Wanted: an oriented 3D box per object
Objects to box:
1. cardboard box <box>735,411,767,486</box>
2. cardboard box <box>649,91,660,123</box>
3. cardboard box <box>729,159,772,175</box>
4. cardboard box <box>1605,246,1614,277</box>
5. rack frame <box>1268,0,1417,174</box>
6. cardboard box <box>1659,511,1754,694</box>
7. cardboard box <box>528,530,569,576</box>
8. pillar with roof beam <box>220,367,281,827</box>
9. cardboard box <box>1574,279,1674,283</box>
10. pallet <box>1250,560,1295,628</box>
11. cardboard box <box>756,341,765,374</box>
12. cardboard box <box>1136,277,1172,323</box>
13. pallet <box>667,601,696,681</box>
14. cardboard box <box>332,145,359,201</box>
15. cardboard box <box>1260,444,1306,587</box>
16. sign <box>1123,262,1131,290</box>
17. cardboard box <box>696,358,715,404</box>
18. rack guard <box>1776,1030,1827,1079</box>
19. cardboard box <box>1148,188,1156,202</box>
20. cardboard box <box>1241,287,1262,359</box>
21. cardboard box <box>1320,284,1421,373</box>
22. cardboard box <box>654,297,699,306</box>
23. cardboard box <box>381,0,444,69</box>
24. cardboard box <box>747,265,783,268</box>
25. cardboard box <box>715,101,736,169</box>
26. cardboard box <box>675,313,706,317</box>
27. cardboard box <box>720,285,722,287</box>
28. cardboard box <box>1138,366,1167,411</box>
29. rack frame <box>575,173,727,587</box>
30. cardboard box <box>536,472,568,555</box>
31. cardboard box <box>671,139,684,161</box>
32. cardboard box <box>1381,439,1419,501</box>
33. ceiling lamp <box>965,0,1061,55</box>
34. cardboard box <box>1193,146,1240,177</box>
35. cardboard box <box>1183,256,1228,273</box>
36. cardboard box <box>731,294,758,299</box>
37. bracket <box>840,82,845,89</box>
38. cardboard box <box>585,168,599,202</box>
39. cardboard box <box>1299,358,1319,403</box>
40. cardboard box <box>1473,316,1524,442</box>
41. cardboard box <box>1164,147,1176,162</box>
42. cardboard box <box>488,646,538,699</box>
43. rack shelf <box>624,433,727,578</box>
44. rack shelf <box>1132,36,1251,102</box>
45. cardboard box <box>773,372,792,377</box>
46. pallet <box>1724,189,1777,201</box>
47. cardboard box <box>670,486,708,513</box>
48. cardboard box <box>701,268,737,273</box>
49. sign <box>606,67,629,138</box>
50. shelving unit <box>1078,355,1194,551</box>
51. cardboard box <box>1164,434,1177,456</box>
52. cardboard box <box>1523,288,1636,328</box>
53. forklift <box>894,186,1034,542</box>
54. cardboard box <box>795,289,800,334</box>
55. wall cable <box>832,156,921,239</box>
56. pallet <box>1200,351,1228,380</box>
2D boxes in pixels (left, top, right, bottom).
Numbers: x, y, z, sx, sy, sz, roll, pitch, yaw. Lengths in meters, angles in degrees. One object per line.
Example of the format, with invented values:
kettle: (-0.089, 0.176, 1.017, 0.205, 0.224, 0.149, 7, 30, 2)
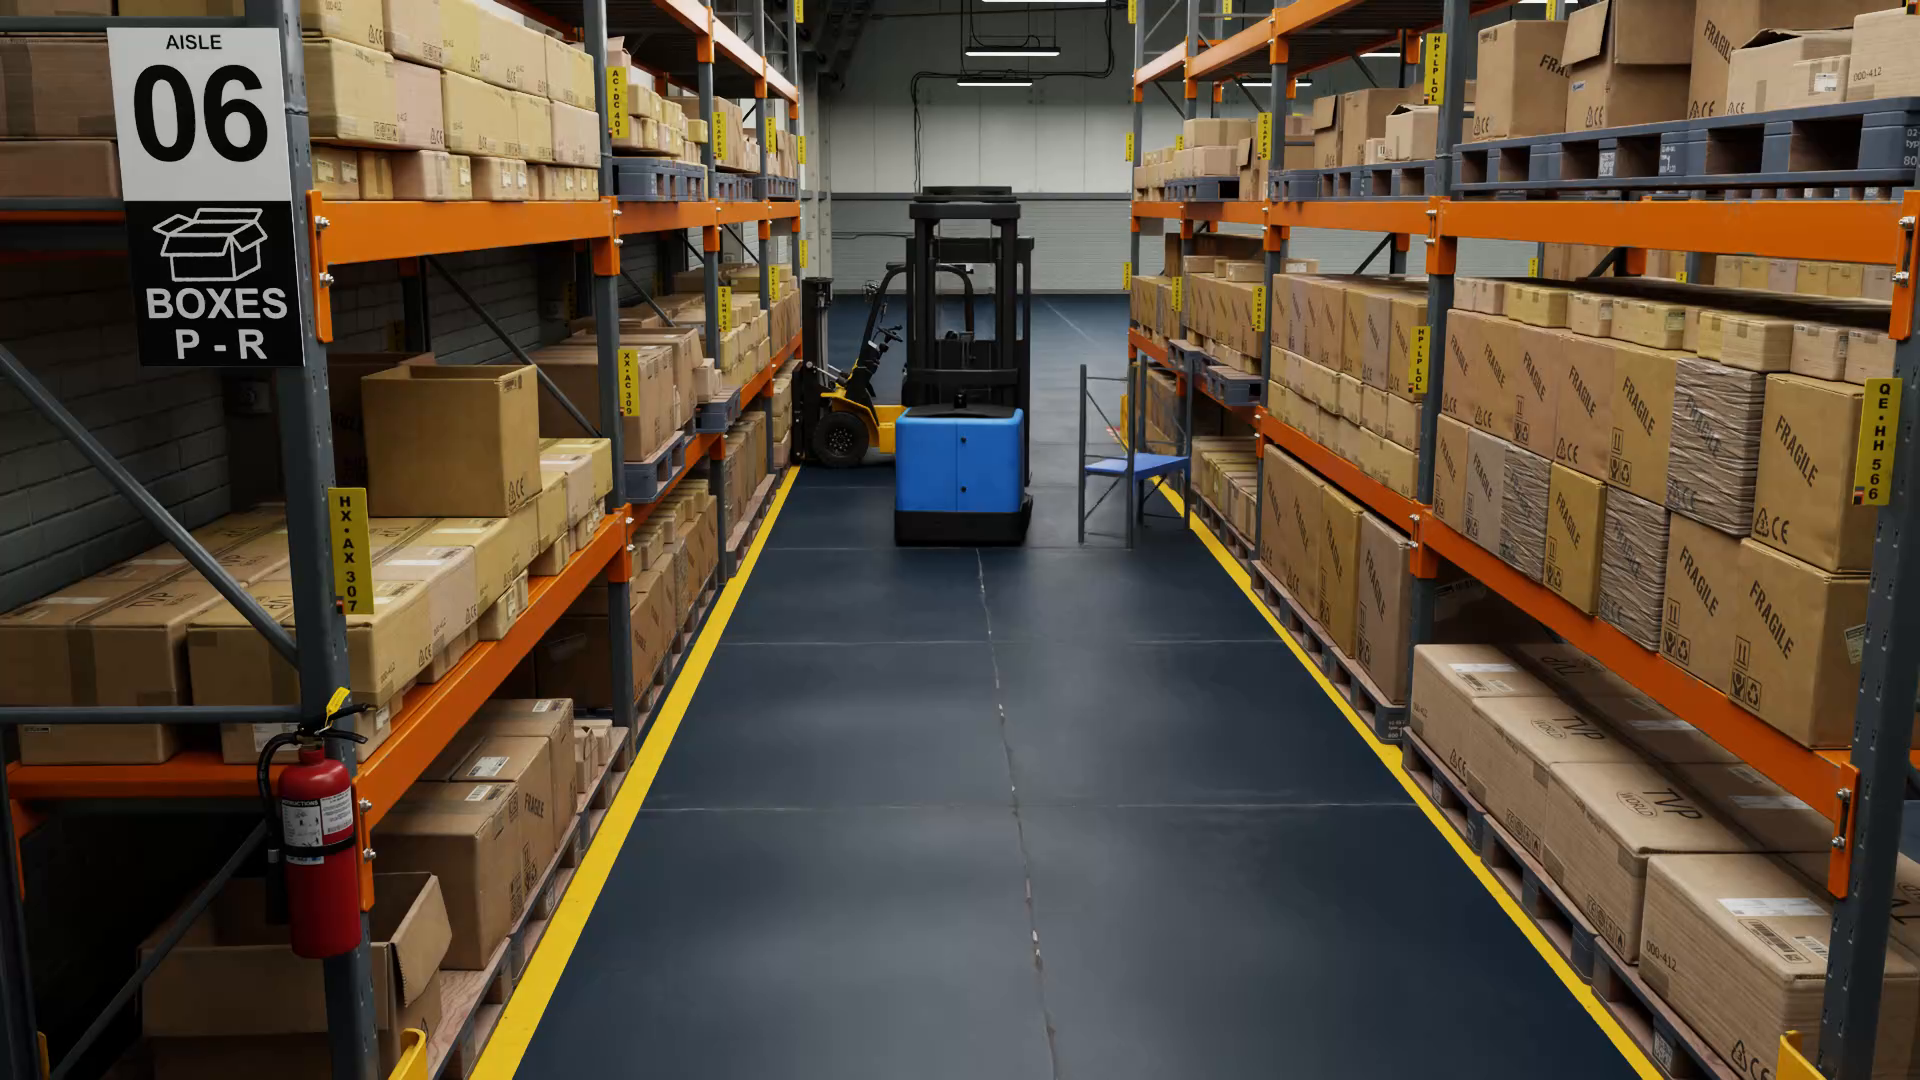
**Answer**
cardboard box: (-2.306, -0.868, 15.707, 0.875, 0.625, 0.625, 0, 11, 1)
cardboard box: (-1.770, -2.251, 8.642, 0.380, 0.149, 0.250, 0, 11, -2)
cardboard box: (-2.034, -3.621, 16.145, 0.380, 0.149, 0.250, 0, 11, 0)
cardboard box: (7.588, -2.989, 18.155, 0.875, 0.550, 0.500, 0, 11, -1)
rack frame: (2.717, -4.095, 11.613, 1.000, 3.000, 0.127, 0, 11, -1)
cardboard box: (2.612, 0.191, 5.320, 0.500, 0.500, 0.500, 0, 11, -2)
cardboard box: (-1.835, 0.053, 6.887, 0.380, 0.149, 0.250, 0, 11, -2)
pillar with roof beam: (1.254, -3.155, 6.976, 9.100, 9.000, 0.400, 0, 11, -1)
cardboard box: (3.021, -1.104, 7.560, 0.380, 0.149, 0.250, 0, 11, 0)
pallet: (2.658, 0.368, 11.712, 1.003, 0.211, 1.213, 0, 11, -1)
cardboard box: (-2.040, -1.657, 15.058, 0.500, 0.250, 0.500, 0, 11, -1)
cardboard box: (2.298, -2.742, 19.031, 0.500, 0.500, 0.500, 0, 11, 1)
pallet: (-2.246, 0.623, 10.457, 1.003, 0.211, 1.213, 0, 11, -1)
cardboard box: (-1.886, -1.007, 4.566, 0.380, 0.149, 0.250, 0, 11, 0)
cardboard box: (2.648, -0.182, 11.700, 0.875, 0.875, 0.875, 0, 11, -2)
sign: (2.009, -3.167, 19.950, 0.100, 0.325, 0.005, 0, 11, -1)
cardboard box: (-1.900, -1.058, 11.051, 0.500, 0.250, 0.500, -1, 11, -4)
rack guard: (2.883, 1.665, 4.595, 1.175, 0.500, 0.348, 0, 11, -1)
cardboard box: (2.264, -3.768, 18.177, 0.380, 0.149, 0.250, 0, 11, -1)
cardboard box: (2.430, -1.645, 12.567, 0.500, 0.500, 0.500, -1, 11, -3)
cardboard box: (2.505, -1.293, 10.124, 0.500, 0.500, 0.500, 0, 11, 0)
cardboard box: (-2.578, -2.122, 15.092, 0.380, 0.149, 0.250, 0, 11, -1)
cardboard box: (-1.830, -1.522, 4.842, 0.500, 0.250, 0.500, 0, 11, -2)
cardboard box: (-2.193, -3.016, 18.750, 0.380, 0.149, 0.250, 0, 11, -1)
cardboard box: (-2.127, -3.153, 12.952, 0.700, 0.500, 0.500, 0, 11, -2)
cardboard box: (-1.995, -1.670, 12.861, 0.380, 0.149, 0.250, 0, 11, 0)
cardboard box: (-2.585, -2.562, 17.262, 0.380, 0.149, 0.250, 0, 11, 1)
cardboard box: (2.308, -1.701, 18.873, 0.500, 0.500, 0.500, -1, 11, -3)
rack frame: (-2.246, -1.134, 12.105, 1.000, 3.000, 0.127, 0, 11, -1)
cardboard box: (-1.886, -0.112, 6.697, 0.500, 0.250, 0.500, 0, 11, -2)
cardboard box: (-1.983, -2.503, 10.684, 0.380, 0.149, 0.250, 0, 11, -1)
cardboard box: (2.538, -0.375, 8.739, 0.500, 0.250, 0.500, -1, 11, -3)
ceiling lamp: (1.099, -11.787, 34.845, 2.000, 3.185, 0.800, 0, 11, -1)
cardboard box: (2.290, -3.234, 14.233, 0.500, 0.250, 0.500, 0, 11, -2)
cardboard box: (2.290, -2.574, 15.514, 0.380, 0.149, 0.250, 0, 11, -1)
cardboard box: (-2.099, -2.229, 15.619, 0.380, 0.149, 0.250, 0, 11, 1)
bracket: (-3.620, -13.805, 50.419, 0.235, 0.232, 0.430, 0, 11, -1)
cardboard box: (-1.860, -1.616, 7.566, 0.380, 0.149, 0.250, 0, 11, -2)
cardboard box: (2.488, -1.023, 10.678, 0.500, 0.250, 0.500, 0, 11, -1)
cardboard box: (2.572, -0.703, 7.214, 0.500, 0.500, 0.500, 0, 11, -2)
cardboard box: (2.275, -3.905, 16.843, 0.380, 0.149, 0.250, 0, 11, 1)
cardboard box: (-2.469, 0.584, 8.867, 0.500, 0.500, 0.500, 0, 11, -1)
rack shelf: (-2.204, -0.384, 10.217, 1.077, 0.370, 4.000, 0, 11, -1)
rack shelf: (2.593, -4.934, 17.563, 1.077, 0.370, 4.000, 0, 11, -1)
cardboard box: (-2.050, -1.680, 18.140, 0.500, 0.250, 0.500, 0, 11, -2)
pallet: (7.649, -3.185, 15.151, 0.805, 0.209, 1.217, -1, 11, -3)
cardboard box: (-1.946, -0.281, 11.501, 0.380, 0.149, 0.250, -1, 11, -4)
cardboard box: (-2.614, -2.862, 17.990, 0.380, 0.149, 0.250, 0, 11, -1)
sign: (-1.621, -2.066, 7.854, 0.100, 0.325, 0.005, 0, 11, -1)
shelving unit: (1.489, -0.756, 14.012, 0.538, 1.500, 1.048, 8, 14, 34)
cardboard box: (2.353, -0.925, 16.934, 0.500, 0.250, 0.500, 0, 11, 1)
cardboard box: (2.536, -0.949, 6.795, 0.380, 0.149, 0.250, -1, 11, -3)
forklift: (0.094, -1.661, 14.875, 1.130, 2.935, 3.031, 1, 12, 5)
cardboard box: (-2.138, -2.677, 19.457, 0.500, 0.500, 0.500, 0, 11, -2)
wall cable: (-2.656, -10.555, 51.263, 3.097, 2.526, 0.112, 0, 11, -1)
pallet: (2.635, -1.455, 14.167, 1.003, 0.211, 1.213, 0, 11, -1)
